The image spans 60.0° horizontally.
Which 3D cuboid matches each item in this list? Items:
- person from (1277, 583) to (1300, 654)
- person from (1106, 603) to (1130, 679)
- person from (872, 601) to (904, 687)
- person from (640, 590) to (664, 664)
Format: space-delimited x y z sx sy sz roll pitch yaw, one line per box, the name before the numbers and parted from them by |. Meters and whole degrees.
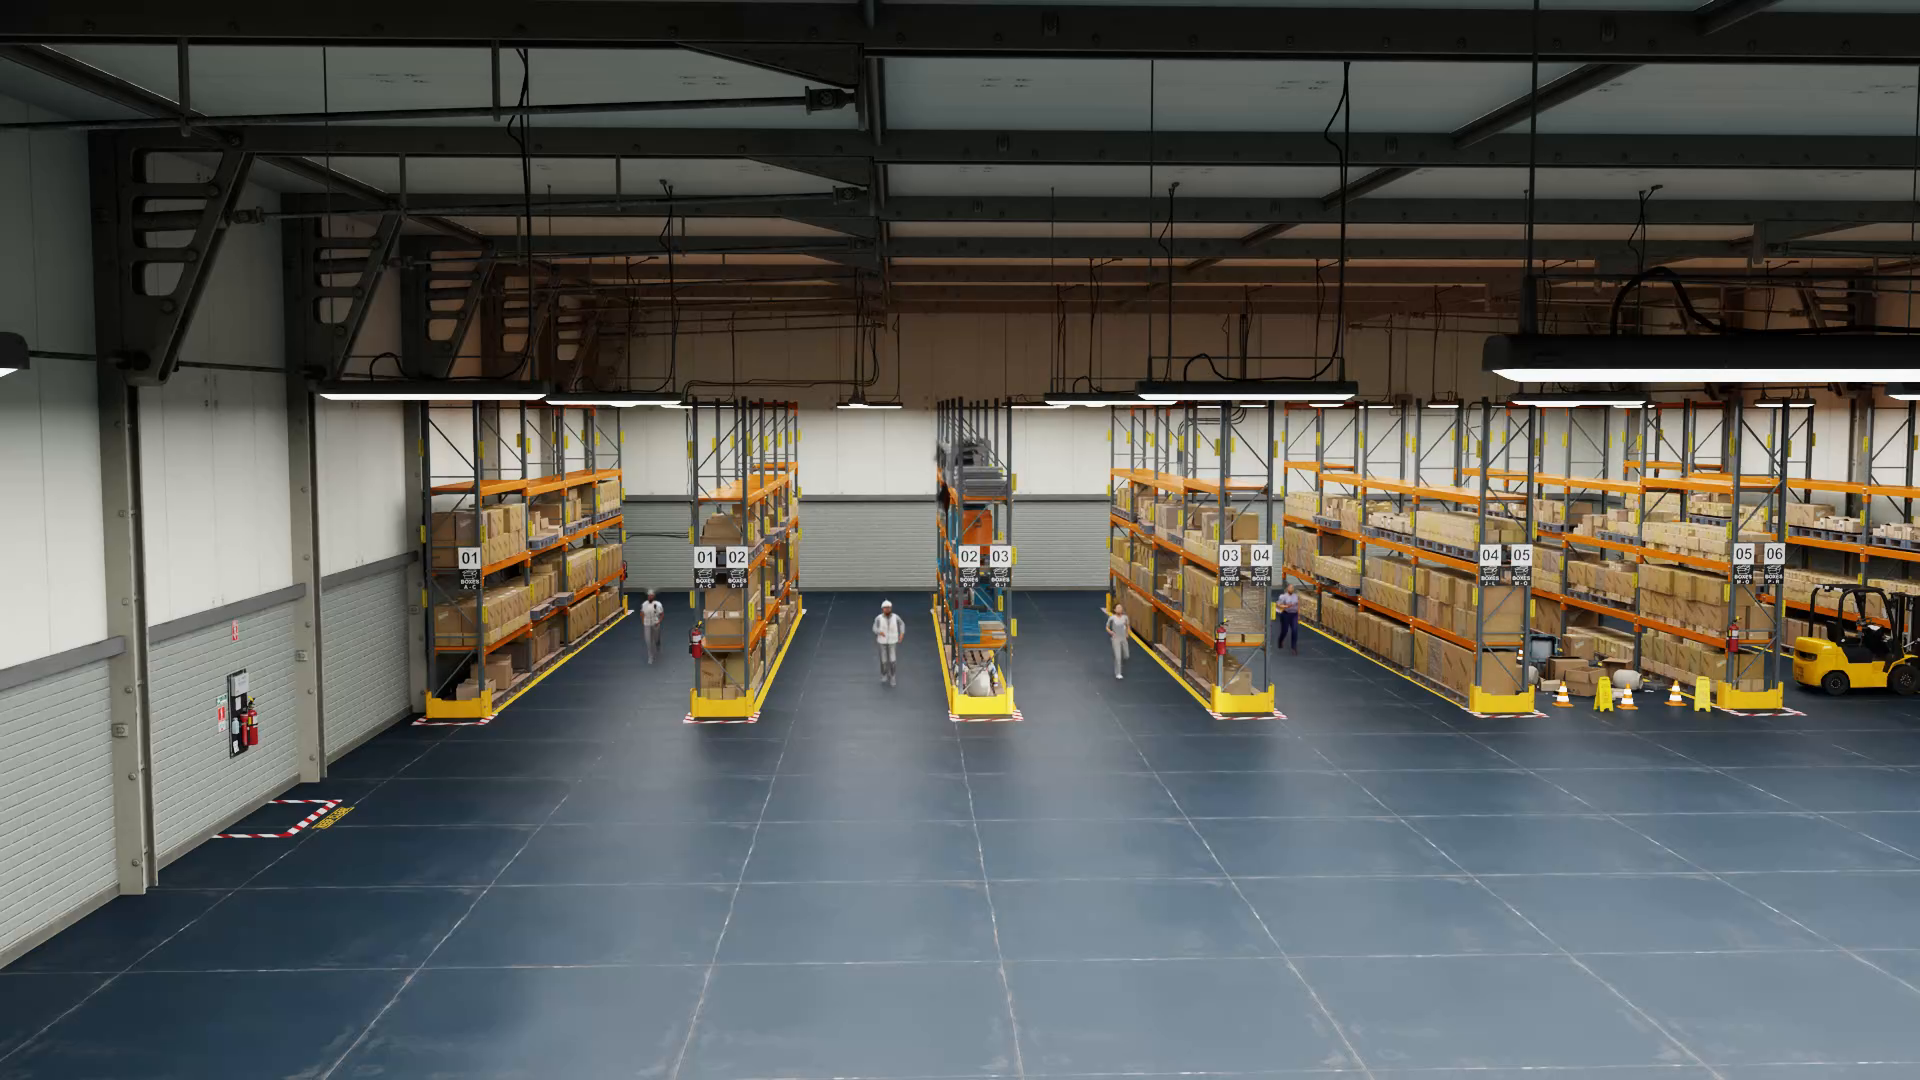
person | 7.797 1.845 39.414 0.637 1.626 0.907 -1 4 -11
person | 3.406 2.155 35.667 0.561 1.621 0.584 -1 5 -12
person | -1.498 2.177 34.741 0.671 1.834 0.733 0 4 -4
person | -7.065 1.968 38.172 0.558 1.691 0.943 0 4 -6
